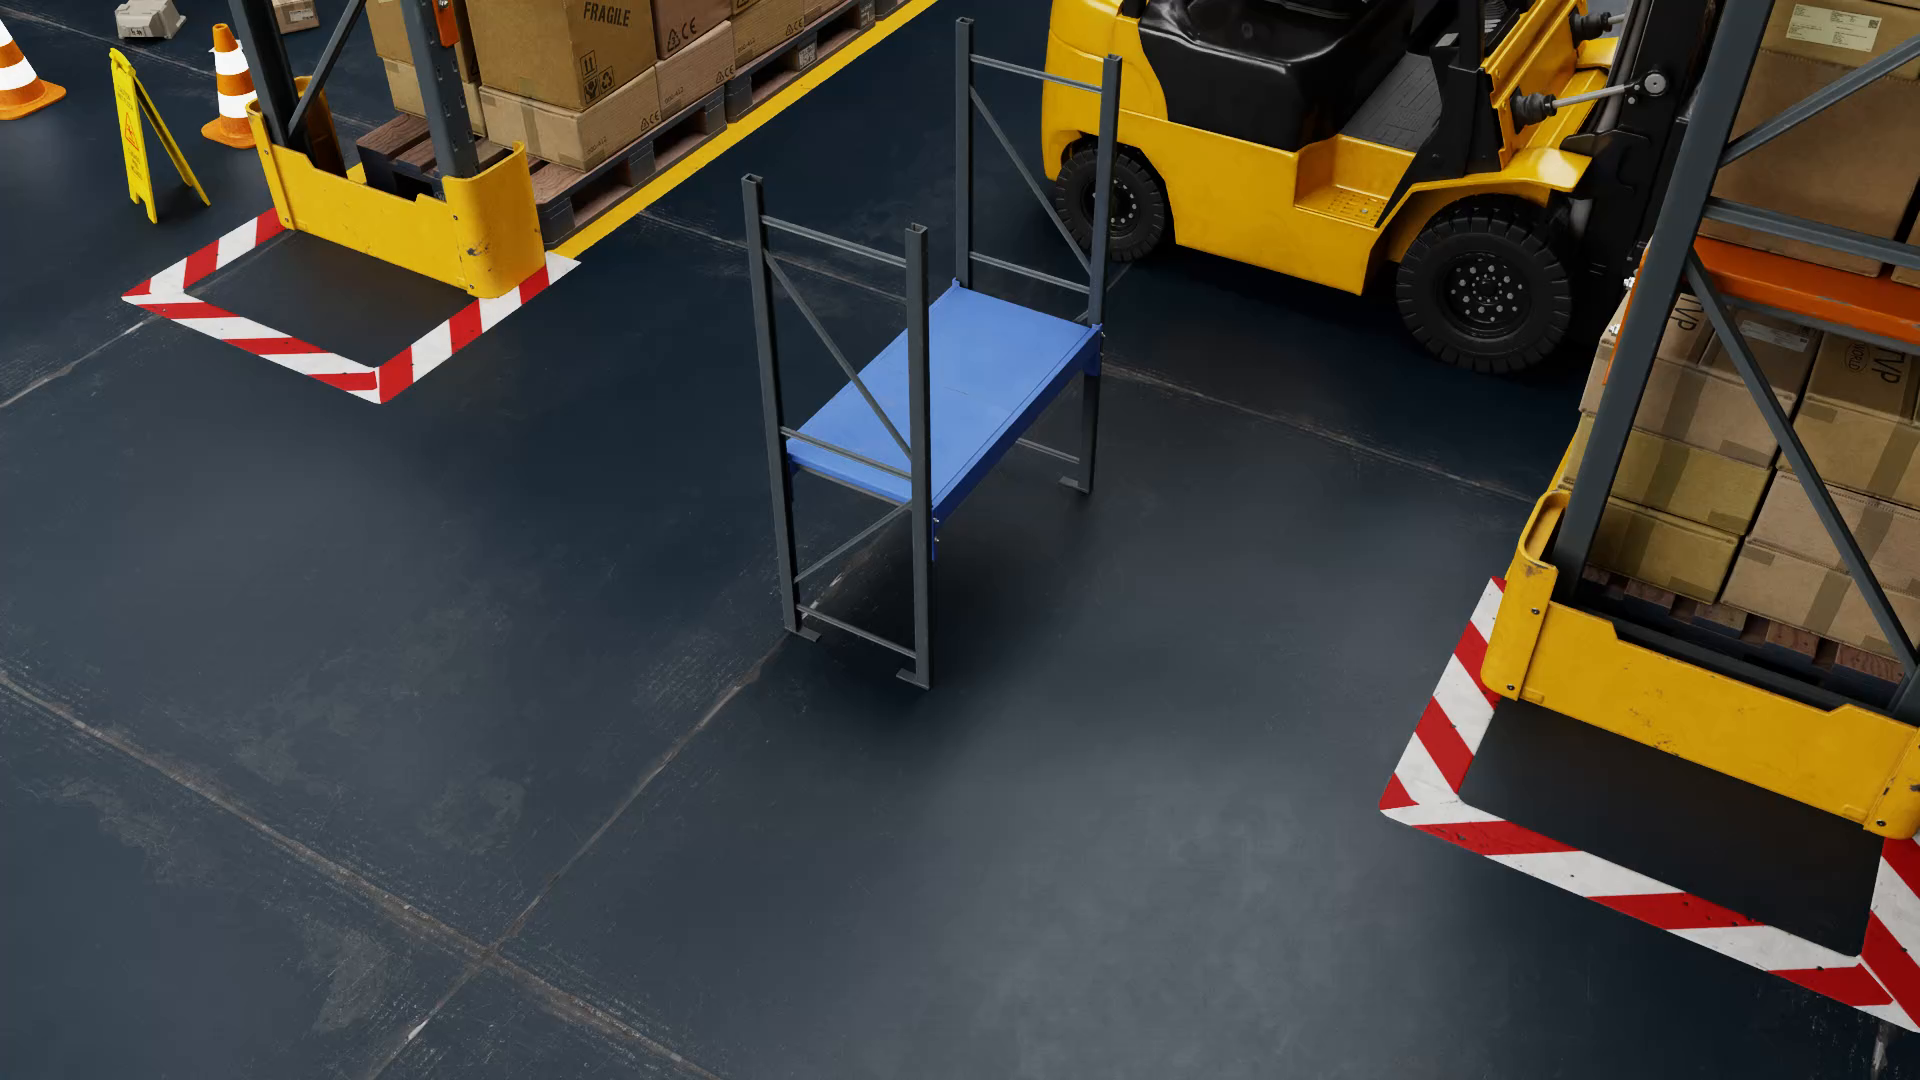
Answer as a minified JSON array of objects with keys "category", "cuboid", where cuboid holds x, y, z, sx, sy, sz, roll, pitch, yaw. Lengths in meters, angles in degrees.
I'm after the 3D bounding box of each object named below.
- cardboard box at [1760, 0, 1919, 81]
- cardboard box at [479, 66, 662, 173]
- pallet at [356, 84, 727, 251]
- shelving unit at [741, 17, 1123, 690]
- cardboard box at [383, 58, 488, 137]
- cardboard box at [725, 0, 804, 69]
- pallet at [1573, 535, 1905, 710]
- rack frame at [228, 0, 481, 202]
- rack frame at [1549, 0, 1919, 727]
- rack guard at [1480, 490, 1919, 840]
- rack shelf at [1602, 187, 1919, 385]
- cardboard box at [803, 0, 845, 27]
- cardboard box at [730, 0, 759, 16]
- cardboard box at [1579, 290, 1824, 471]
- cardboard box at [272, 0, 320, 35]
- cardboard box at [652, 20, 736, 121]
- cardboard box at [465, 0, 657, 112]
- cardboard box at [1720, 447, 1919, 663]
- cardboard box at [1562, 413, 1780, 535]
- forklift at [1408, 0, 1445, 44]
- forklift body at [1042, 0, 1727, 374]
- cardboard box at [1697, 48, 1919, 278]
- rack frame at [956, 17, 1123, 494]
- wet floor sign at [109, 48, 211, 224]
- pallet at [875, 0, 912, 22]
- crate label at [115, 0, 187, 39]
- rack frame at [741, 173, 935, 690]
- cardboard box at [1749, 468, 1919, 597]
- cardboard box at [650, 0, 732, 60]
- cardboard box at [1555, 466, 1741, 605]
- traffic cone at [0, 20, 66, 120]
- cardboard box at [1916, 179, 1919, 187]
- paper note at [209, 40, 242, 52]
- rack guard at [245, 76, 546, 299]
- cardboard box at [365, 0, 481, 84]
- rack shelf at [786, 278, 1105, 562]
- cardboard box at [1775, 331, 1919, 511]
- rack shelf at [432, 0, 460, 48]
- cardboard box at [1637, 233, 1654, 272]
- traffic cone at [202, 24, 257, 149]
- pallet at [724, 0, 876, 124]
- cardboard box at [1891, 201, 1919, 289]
[{"category":"cardboard box","cuboid":[2.013,-1.201,3.778,0.380,0.149,0.250,22,46,23]},{"category":"cardboard box","cuboid":[-1.574,-1.765,6.747,0.500,0.250,0.500,21,45,22]},{"category":"pallet","cuboid":[-1.742,-1.719,7.042,1.003,0.211,1.213,21,45,22]},{"category":"shelving unit","cuboid":[-0.043,-0.514,4.699,0.538,1.500,1.048,21,45,22]},{"category":"cardboard box","cuboid":[-2.034,-1.960,6.969,0.500,0.250,0.500,21,45,22]},{"category":"cardboard box","cuboid":[-1.050,-2.371,7.435,0.500,0.250,0.500,24,47,25]},{"category":"pallet","cuboid":[2.429,-0.034,5.129,1.003,0.211,1.213,21,45,22]},{"category":"rack frame","cuboid":[-2.217,-2.269,5.557,1.000,3.000,0.127,21,45,22]},{"category":"rack frame","cuboid":[2.082,-0.629,3.695,1.000,3.000,0.127,21,45,22]},{"category":"rack guard","cuboid":[2.070,0.322,4.506,1.175,0.500,0.348,21,45,22]},{"category":"rack shelf","cuboid":[3.083,-1.504,5.232,1.077,0.370,4.000,21,45,22]},{"category":"cardboard box","cuboid":[-0.795,-2.659,7.762,0.500,0.250,0.500,22,46,23]},{"category":"cardboard box","cuboid":[-1.047,-2.645,7.179,0.500,0.500,0.500,22,46,23]},{"category":"cardboard box","cuboid":[2.043,-0.497,4.551,0.500,0.250,0.500,22,46,23]},{"category":"cardboard box","cuboid":[-3.311,-2.617,8.109,0.250,0.149,0.380,-21,45,-22]},{"category":"cardboard box","cuboid":[-1.312,-2.054,7.076,0.500,0.250,0.500,23,46,24]},{"category":"cardboard box","cuboid":[-1.563,-2.060,6.515,0.500,0.500,0.500,19,45,21]},{"category":"cardboard box","cuboid":[2.497,0.029,4.711,0.500,0.250,0.500,21,46,22]},{"category":"cardboard box","cuboid":[2.055,-0.325,4.733,0.500,0.250,0.500,20,45,22]},{"category":"forklift","cuboid":[2.256,-3.951,7.519,1.130,2.935,3.031,20,45,22]},{"category":"forklift body","cuboid":[1.452,-1.999,5.893,2.313,2.155,1.214,21,45,22]},{"category":"cardboard box","cuboid":[2.101,-1.035,4.080,0.500,0.500,0.500,20,45,21]},{"category":"rack frame","cuboid":[0.212,-0.805,5.029,0.500,1.500,0.032,21,45,22]},{"category":"wet floor sign","cuboid":[-3.239,-1.630,6.613,0.232,0.644,0.267,-29,49,-29]},{"category":"pallet","cuboid":[-0.521,-3.115,8.628,1.003,0.211,1.213,21,45,22]},{"category":"crate label","cuboid":[-3.910,-2.510,7.997,0.250,0.136,0.298,0,41,0]},{"category":"rack frame","cuboid":[-0.297,-0.223,4.369,0.500,1.500,0.032,21,45,22]},{"category":"cardboard box","cuboid":[2.497,-0.143,4.527,0.500,0.250,0.500,22,46,23]},{"category":"cardboard box","cuboid":[-1.305,-2.360,6.856,0.500,0.500,0.500,19,45,21]},{"category":"cardboard box","cuboid":[2.044,-0.128,4.889,0.500,0.250,0.500,21,46,22]},{"category":"traffic cone","cuboid":[-4.250,-2.162,7.355,0.336,0.463,0.334,21,45,22]},{"category":"cardboard box","cuboid":[2.812,-1.164,4.226,0.500,0.500,0.500,22,46,23]},{"category":"paper note","cuboid":[-3.468,-2.354,7.900,0.148,0.019,0.142,7,42,8]},{"category":"rack guard","cuboid":[-2.179,-1.374,6.432,1.175,0.500,0.348,21,45,22]},{"category":"cardboard box","cuboid":[-2.042,-2.221,6.697,0.500,0.500,0.500,21,46,22]},{"category":"rack shelf","cuboid":[-0.043,-0.379,4.818,0.538,0.185,1.000,21,45,22]},{"category":"cardboard box","cuboid":[2.487,-0.343,4.376,0.500,0.250,0.500,20,45,21]},{"category":"rack shelf","cuboid":[-1.216,-3.143,7.094,1.077,0.370,4.000,21,45,22]},{"category":"cardboard box","cuboid":[2.293,-0.791,4.885,0.500,0.250,0.500,22,46,23]},{"category":"traffic cone","cuboid":[-3.119,-1.989,7.159,0.336,0.463,0.334,21,45,22]},{"category":"pallet","cuboid":[-1.131,-2.414,7.832,1.003,0.211,1.213,21,45,22]},{"category":"cardboard box","cuboid":[2.571,-0.858,3.880,0.500,0.500,0.500,22,46,23]}]
